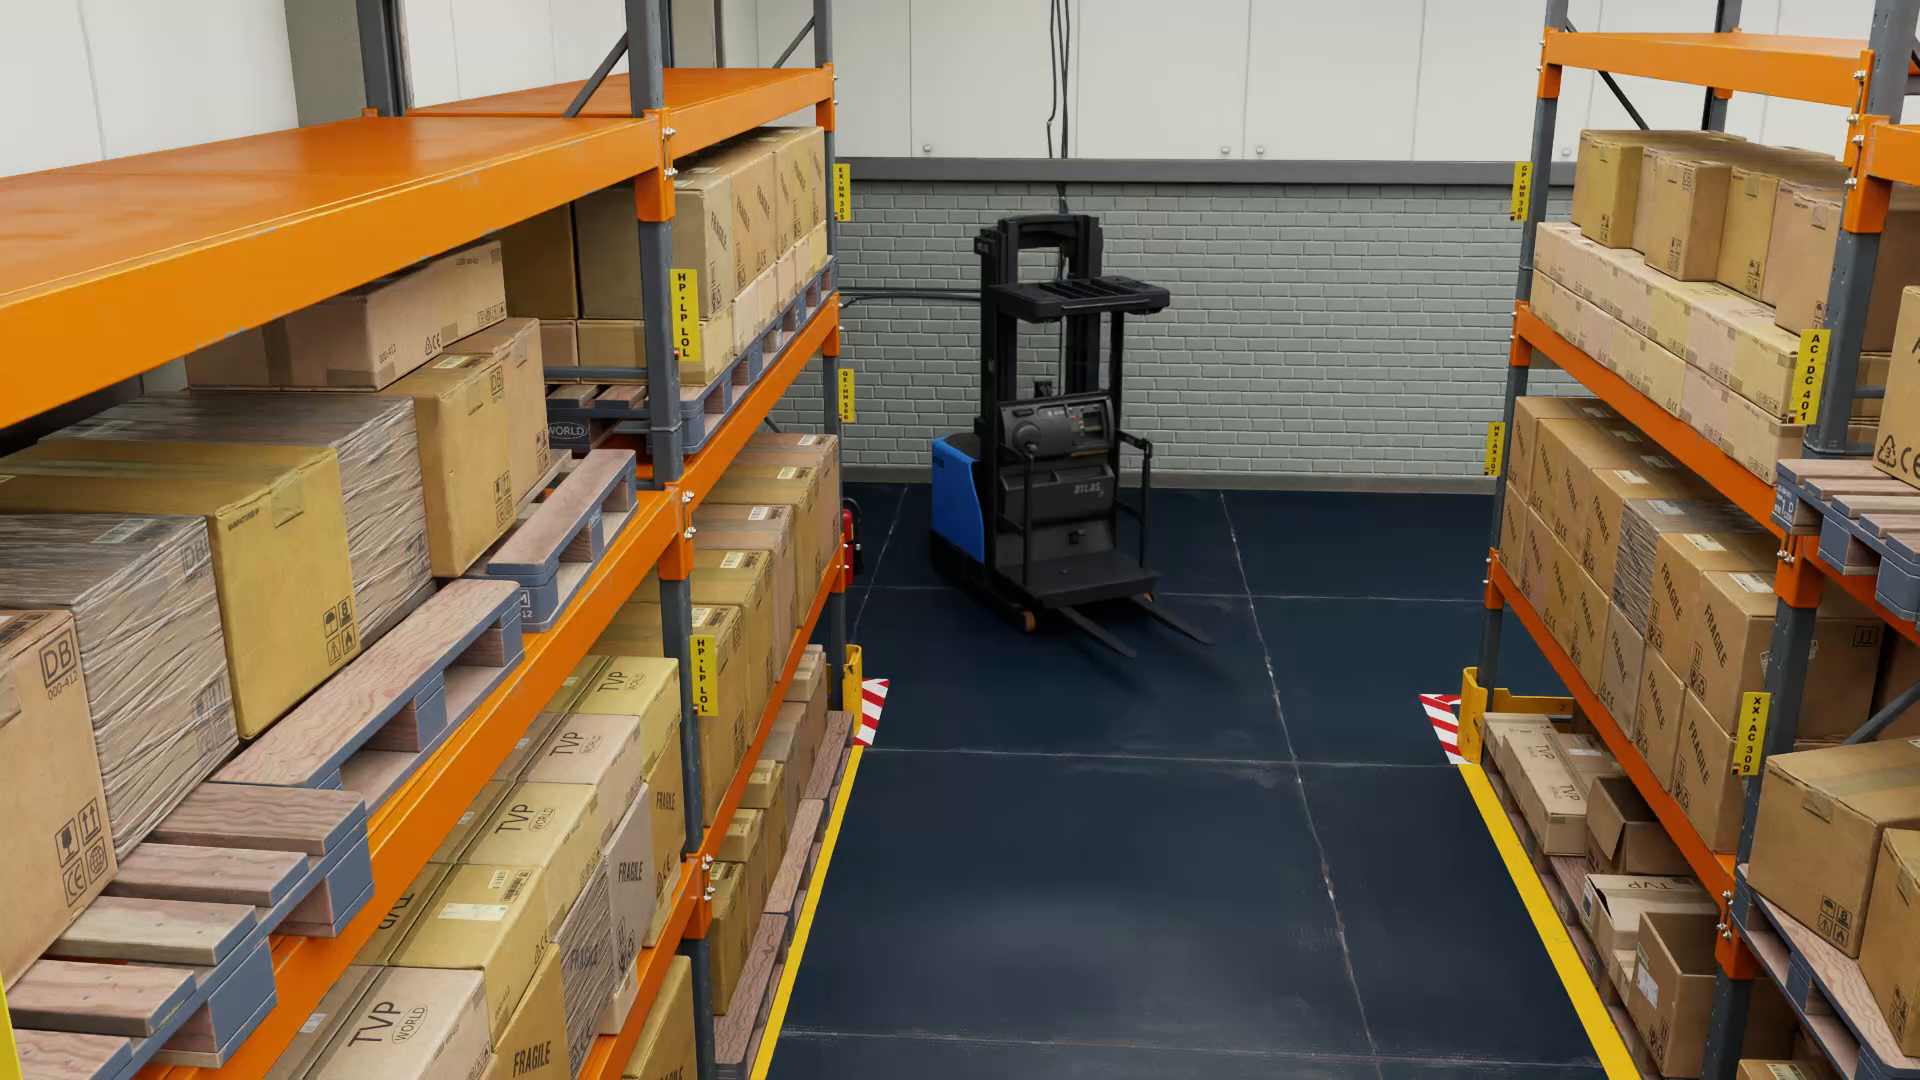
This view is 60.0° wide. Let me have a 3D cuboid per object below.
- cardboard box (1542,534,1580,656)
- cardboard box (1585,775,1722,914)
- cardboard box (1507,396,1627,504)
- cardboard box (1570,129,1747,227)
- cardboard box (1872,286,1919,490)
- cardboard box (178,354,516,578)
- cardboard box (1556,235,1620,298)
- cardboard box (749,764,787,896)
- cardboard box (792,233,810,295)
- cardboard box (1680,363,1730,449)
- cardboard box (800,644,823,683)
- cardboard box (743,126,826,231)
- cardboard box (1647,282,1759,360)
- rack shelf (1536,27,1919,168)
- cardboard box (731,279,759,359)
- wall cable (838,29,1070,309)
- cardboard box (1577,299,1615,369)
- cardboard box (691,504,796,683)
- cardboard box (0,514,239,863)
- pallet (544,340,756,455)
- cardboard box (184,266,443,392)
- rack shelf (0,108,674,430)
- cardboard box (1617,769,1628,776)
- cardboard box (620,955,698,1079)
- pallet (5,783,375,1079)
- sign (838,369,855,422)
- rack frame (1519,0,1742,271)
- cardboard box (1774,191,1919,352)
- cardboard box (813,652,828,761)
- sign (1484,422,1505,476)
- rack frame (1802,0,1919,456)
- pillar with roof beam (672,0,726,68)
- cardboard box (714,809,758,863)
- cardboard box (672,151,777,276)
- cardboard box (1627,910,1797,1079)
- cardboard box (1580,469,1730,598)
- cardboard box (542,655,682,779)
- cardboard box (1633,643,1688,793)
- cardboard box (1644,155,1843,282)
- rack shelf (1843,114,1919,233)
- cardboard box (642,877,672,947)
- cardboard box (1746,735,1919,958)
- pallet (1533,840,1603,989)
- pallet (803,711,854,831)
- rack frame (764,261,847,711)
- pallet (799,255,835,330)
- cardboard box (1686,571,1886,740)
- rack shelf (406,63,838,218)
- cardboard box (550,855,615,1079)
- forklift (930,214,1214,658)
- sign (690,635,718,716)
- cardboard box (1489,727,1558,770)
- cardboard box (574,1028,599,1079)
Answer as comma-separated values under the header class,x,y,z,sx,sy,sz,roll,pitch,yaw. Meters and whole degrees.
class,x,y,z,sx,sy,sz,roll,pitch,yaw
cardboard box,3.348,0.287,8.570,0.500,0.500,0.500,1,18,4
cardboard box,3.556,1.522,8.263,0.797,0.503,0.637,1,18,4
cardboard box,3.418,-0.505,9.380,0.500,0.500,0.500,2,18,6
cardboard box,3.693,-1.902,8.827,0.700,0.500,0.500,1,18,4
cardboard box,3.317,-0.437,5.126,0.600,0.600,0.600,0,18,-1
cardboard box,-1.663,-0.218,4.586,0.700,0.500,0.500,1,18,3
cardboard box,3.374,-1.397,8.489,0.500,0.250,0.500,1,18,4
cardboard box,-1.281,1.462,8.484,0.700,0.500,0.500,2,18,5
cardboard box,-1.052,-1.430,8.557,0.500,0.250,0.500,1,18,2
cardboard box,3.242,-0.538,6.671,0.500,0.250,0.500,1,18,4
cardboard box,-1.006,0.720,9.706,0.380,0.149,0.250,1,18,3
cardboard box,-1.008,-1.948,8.934,0.500,0.500,0.500,1,18,4
cardboard box,3.268,-0.931,7.067,0.500,0.250,0.500,1,18,4
rack shelf,3.570,-2.000,7.236,1.077,0.370,4.000,1,18,4
cardboard box,-1.152,-0.949,7.090,0.500,0.250,0.500,1,18,3
wall cable,-0.466,-3.347,15.173,3.097,2.526,0.112,1,18,4
cardboard box,3.340,-1.004,8.093,0.500,0.250,0.500,1,18,4
cardboard box,-1.360,0.256,8.344,0.980,0.700,0.700,0,18,1
cardboard box,-1.839,0.262,3.123,0.700,0.500,0.500,0,18,1
pallet,-1.446,-0.618,6.818,1.003,0.211,1.213,1,18,4
cardboard box,-1.733,-0.577,4.479,0.500,0.250,0.500,1,18,2
rack shelf,-1.658,-0.679,3.840,1.077,0.370,4.000,1,18,4
cardboard box,3.822,1.452,8.883,0.500,0.250,0.500,1,18,4
cardboard box,-1.432,2.046,6.140,0.750,0.750,0.750,1,18,5
pallet,-1.808,0.724,2.881,1.213,0.211,1.003,2,18,6
sign,-0.688,-0.870,10.020,0.100,0.325,0.005,1,18,4
rack frame,3.713,-2.965,9.019,1.000,3.000,0.127,1,18,4
cardboard box,3.423,-0.972,5.987,0.700,0.500,0.500,1,18,4
cardboard box,-1.179,0.985,9.941,0.700,0.500,0.500,1,18,4
sign,3.172,-0.537,9.855,0.100,0.325,0.005,1,18,4
rack frame,3.426,-1.722,5.228,1.000,3.000,0.127,1,18,4
pillar with roof beam,2.397,-3.836,11.678,9.100,9.000,0.400,1,18,4
cardboard box,-1.152,1.367,7.733,0.380,0.149,0.250,2,18,6
cardboard box,-1.123,-1.467,7.467,0.500,0.500,0.500,1,18,4
cardboard box,3.184,1.924,7.042,0.500,0.500,0.500,1,18,4
cardboard box,3.312,-0.029,7.928,0.500,0.500,0.500,1,18,3
cardboard box,-1.293,0.615,5.854,0.500,0.250,0.500,2,18,5
cardboard box,3.242,0.760,7.127,0.500,0.500,0.500,2,18,5
cardboard box,3.514,-1.438,7.410,0.700,0.500,0.500,1,18,4
rack shelf,3.283,-0.569,3.507,1.077,0.370,4.000,1,18,4
cardboard box,-1.251,1.319,5.951,0.380,0.149,0.250,2,18,5
cardboard box,3.169,1.023,5.647,0.700,0.500,0.500,-5,19,-15
pallet,3.561,1.860,8.407,1.003,0.211,1.213,1,18,4
pallet,-1.207,1.352,9.958,1.003,0.211,1.213,1,18,4
rack frame,-1.228,-0.223,10.287,1.000,3.000,0.127,1,18,4
pallet,-1.271,-1.376,9.130,1.003,0.211,1.213,1,18,4
cardboard box,3.204,0.443,6.488,0.500,0.500,0.500,1,18,4
rack shelf,-1.371,-1.921,7.632,1.077,0.370,4.000,1,18,4
cardboard box,-1.368,1.284,5.016,0.500,0.500,0.500,1,18,4
forklift,0.828,-0.854,12.323,1.130,2.935,3.031,-8,20,-23
sign,-0.973,0.515,6.300,0.100,0.325,0.005,1,18,4
cardboard box,3.322,1.223,9.716,0.380,0.166,0.250,1,18,4
cardboard box,-1.359,1.556,5.227,0.380,0.149,0.250,1,18,4
